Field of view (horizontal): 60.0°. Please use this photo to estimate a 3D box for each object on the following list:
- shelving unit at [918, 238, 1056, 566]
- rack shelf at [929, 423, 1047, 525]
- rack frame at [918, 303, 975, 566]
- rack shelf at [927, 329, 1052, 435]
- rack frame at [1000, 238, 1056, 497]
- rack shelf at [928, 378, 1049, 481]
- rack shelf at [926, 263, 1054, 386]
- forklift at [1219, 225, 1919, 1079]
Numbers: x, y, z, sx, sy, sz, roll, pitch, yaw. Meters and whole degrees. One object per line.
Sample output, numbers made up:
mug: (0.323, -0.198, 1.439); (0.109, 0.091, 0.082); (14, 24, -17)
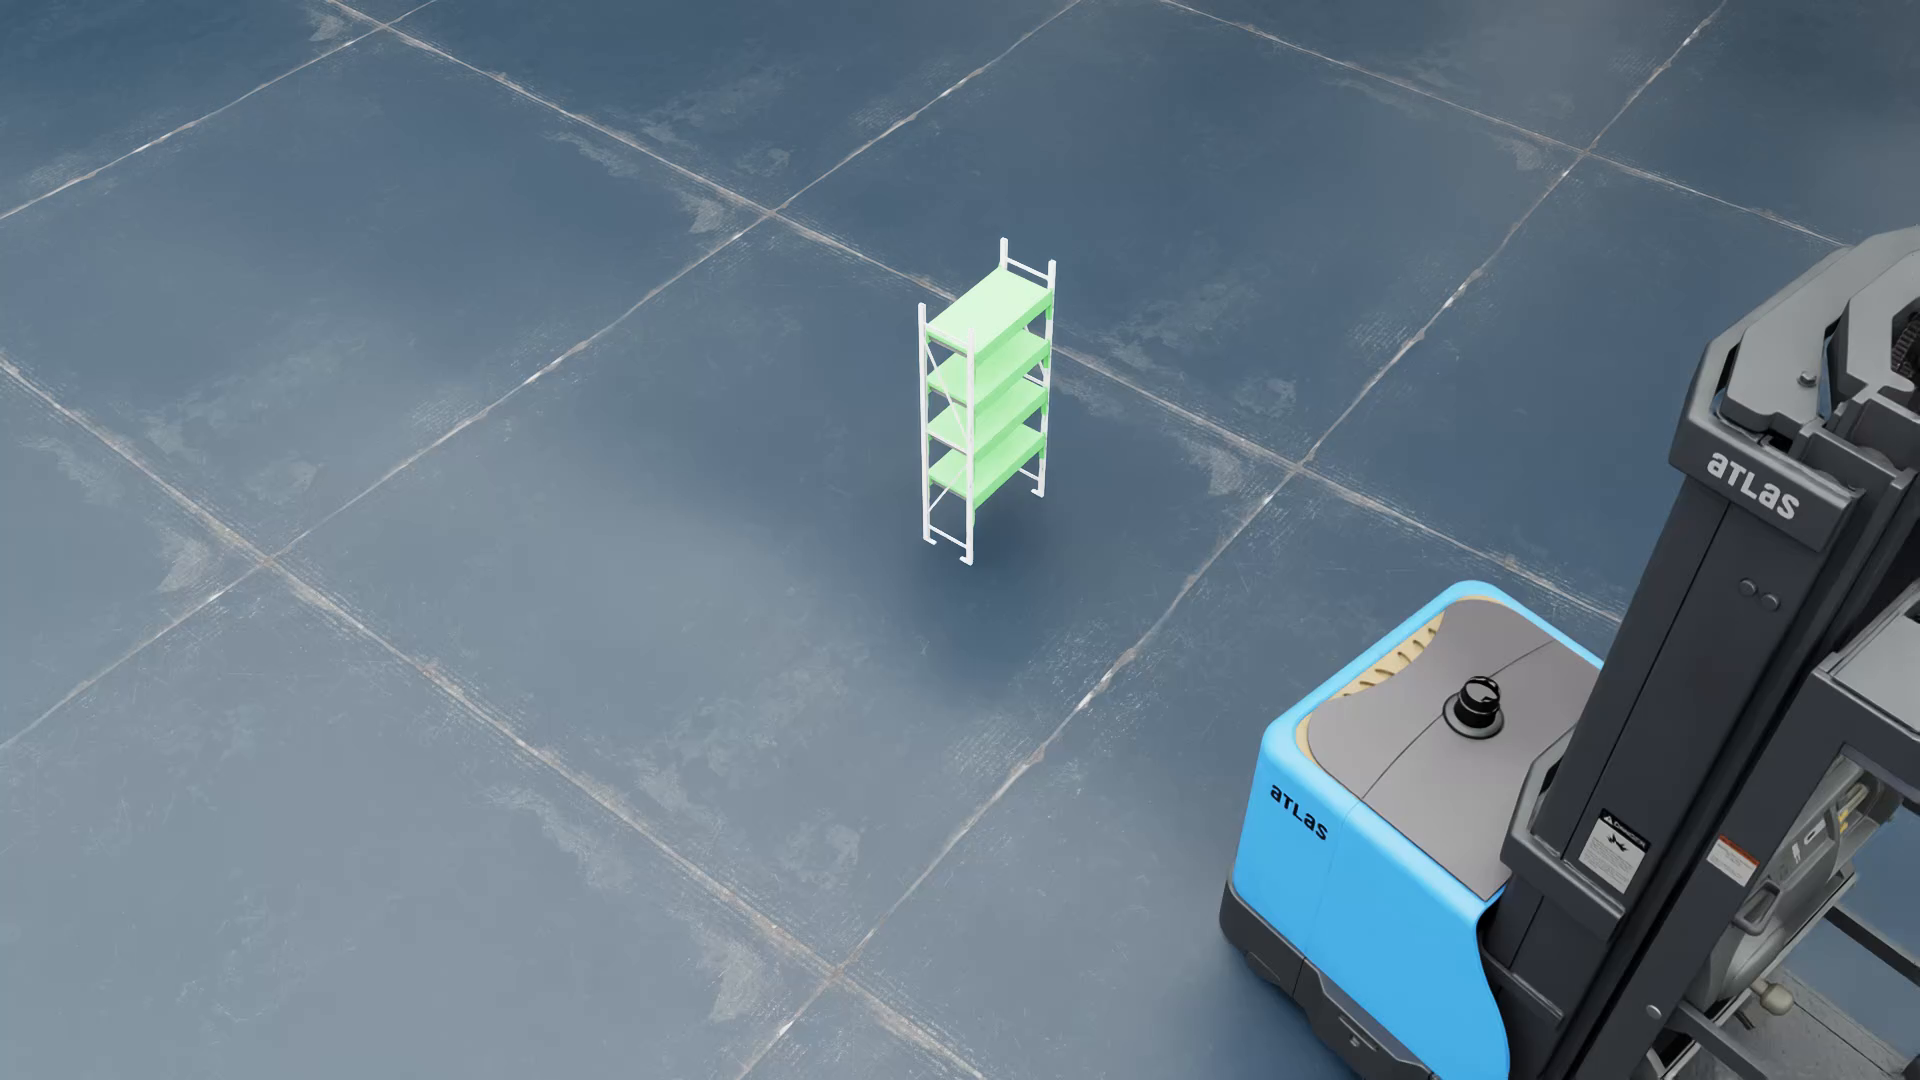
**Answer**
shelving unit: (0.101, -0.509, 6.407); (0.258, 1.200, 0.503); (29, 53, 25)
rack shelf: (0.101, -0.299, 6.626); (0.258, 0.148, 0.480); (29, 53, 25)
rack frame: (-0.048, -0.370, 6.273); (0.240, 1.200, 0.015); (29, 53, 25)
rack shelf: (0.101, -0.631, 6.279); (0.258, 0.148, 0.480); (29, 53, 25)
rack frame: (0.250, -0.649, 6.540); (0.240, 1.200, 0.015); (29, 53, 25)
rack shelf: (0.101, -0.465, 6.453); (0.258, 0.148, 0.480); (29, 53, 25)
rack shelf: (0.101, -0.797, 6.106); (0.258, 0.148, 0.480); (29, 53, 25)
forklift: (2.186, 0.868, 3.894); (1.130, 2.935, 3.031); (-32, 54, -27)
